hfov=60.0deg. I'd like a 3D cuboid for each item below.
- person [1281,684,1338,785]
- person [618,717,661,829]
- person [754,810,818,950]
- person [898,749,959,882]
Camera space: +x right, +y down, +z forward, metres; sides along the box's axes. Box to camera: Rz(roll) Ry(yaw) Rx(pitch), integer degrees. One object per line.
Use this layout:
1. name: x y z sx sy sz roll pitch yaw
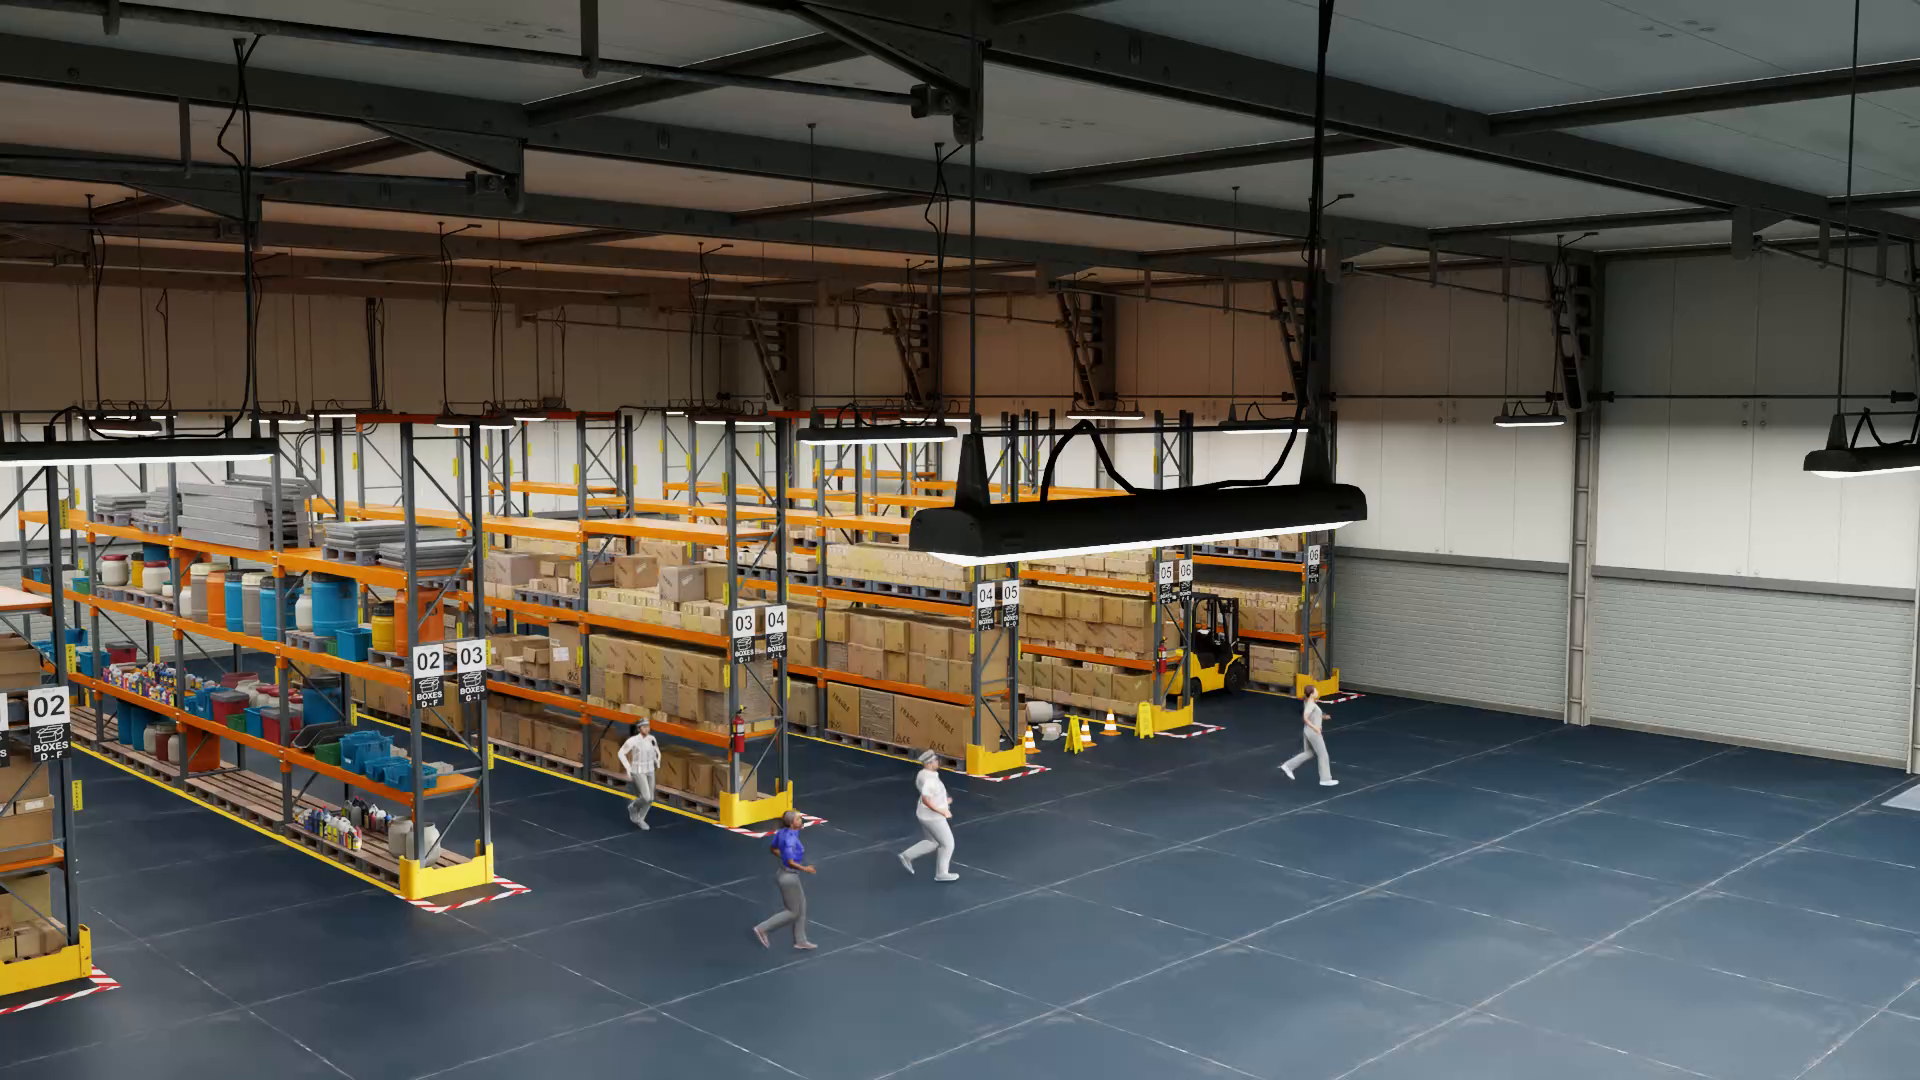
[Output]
1. person: 5.683 3.154 26.941 0.929 1.645 0.574 0 5 -2
2. person: -4.606 3.403 24.255 0.581 1.664 0.541 -5 7 -45
3. person: -2.004 3.889 18.928 0.782 1.650 0.586 -2 5 -21
4. person: -0.395 3.584 21.629 0.780 1.735 0.672 -1 5 -15
